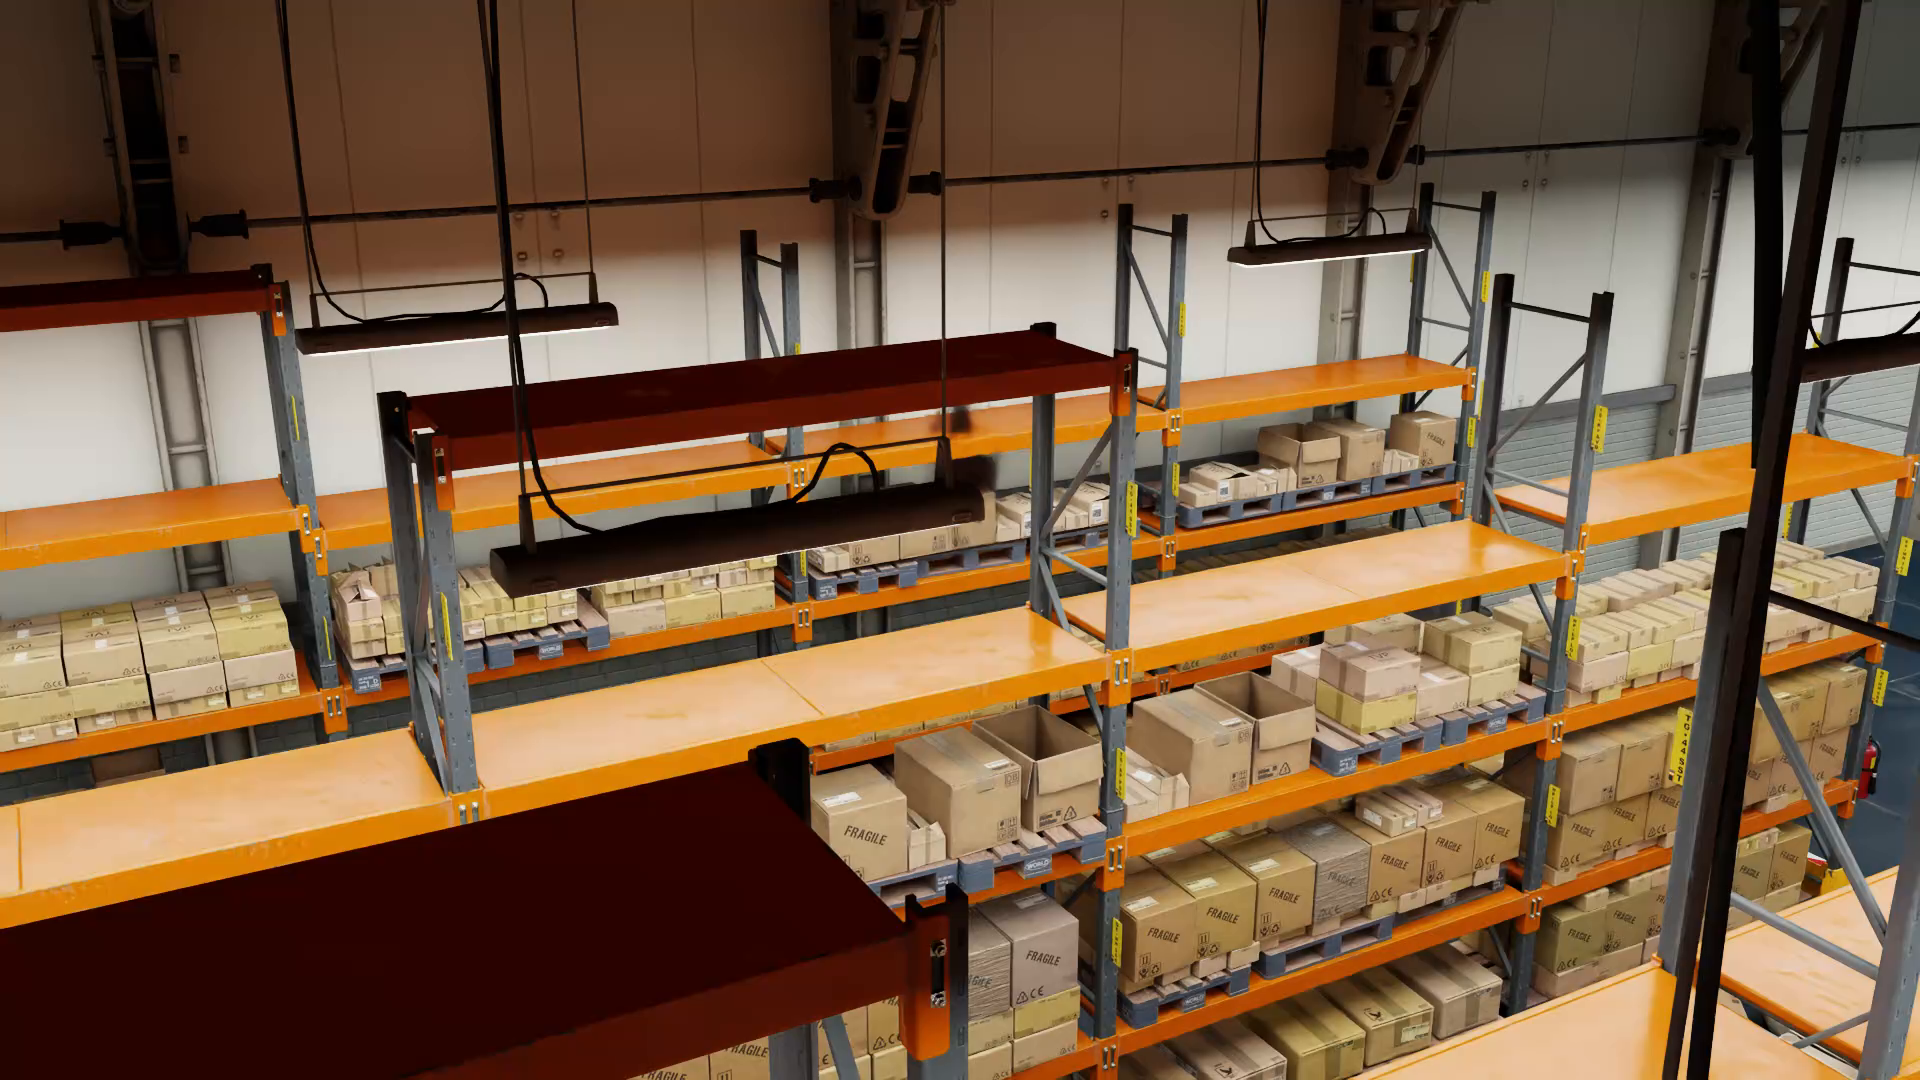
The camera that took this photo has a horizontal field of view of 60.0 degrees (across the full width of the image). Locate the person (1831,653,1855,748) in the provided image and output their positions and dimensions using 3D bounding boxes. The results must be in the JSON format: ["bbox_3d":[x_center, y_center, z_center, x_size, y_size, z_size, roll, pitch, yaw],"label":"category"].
[{"bbox_3d":[9.102,1.696,17.502,0.559,1.668,0.687,-9,20,-25],"label":"person"}]
